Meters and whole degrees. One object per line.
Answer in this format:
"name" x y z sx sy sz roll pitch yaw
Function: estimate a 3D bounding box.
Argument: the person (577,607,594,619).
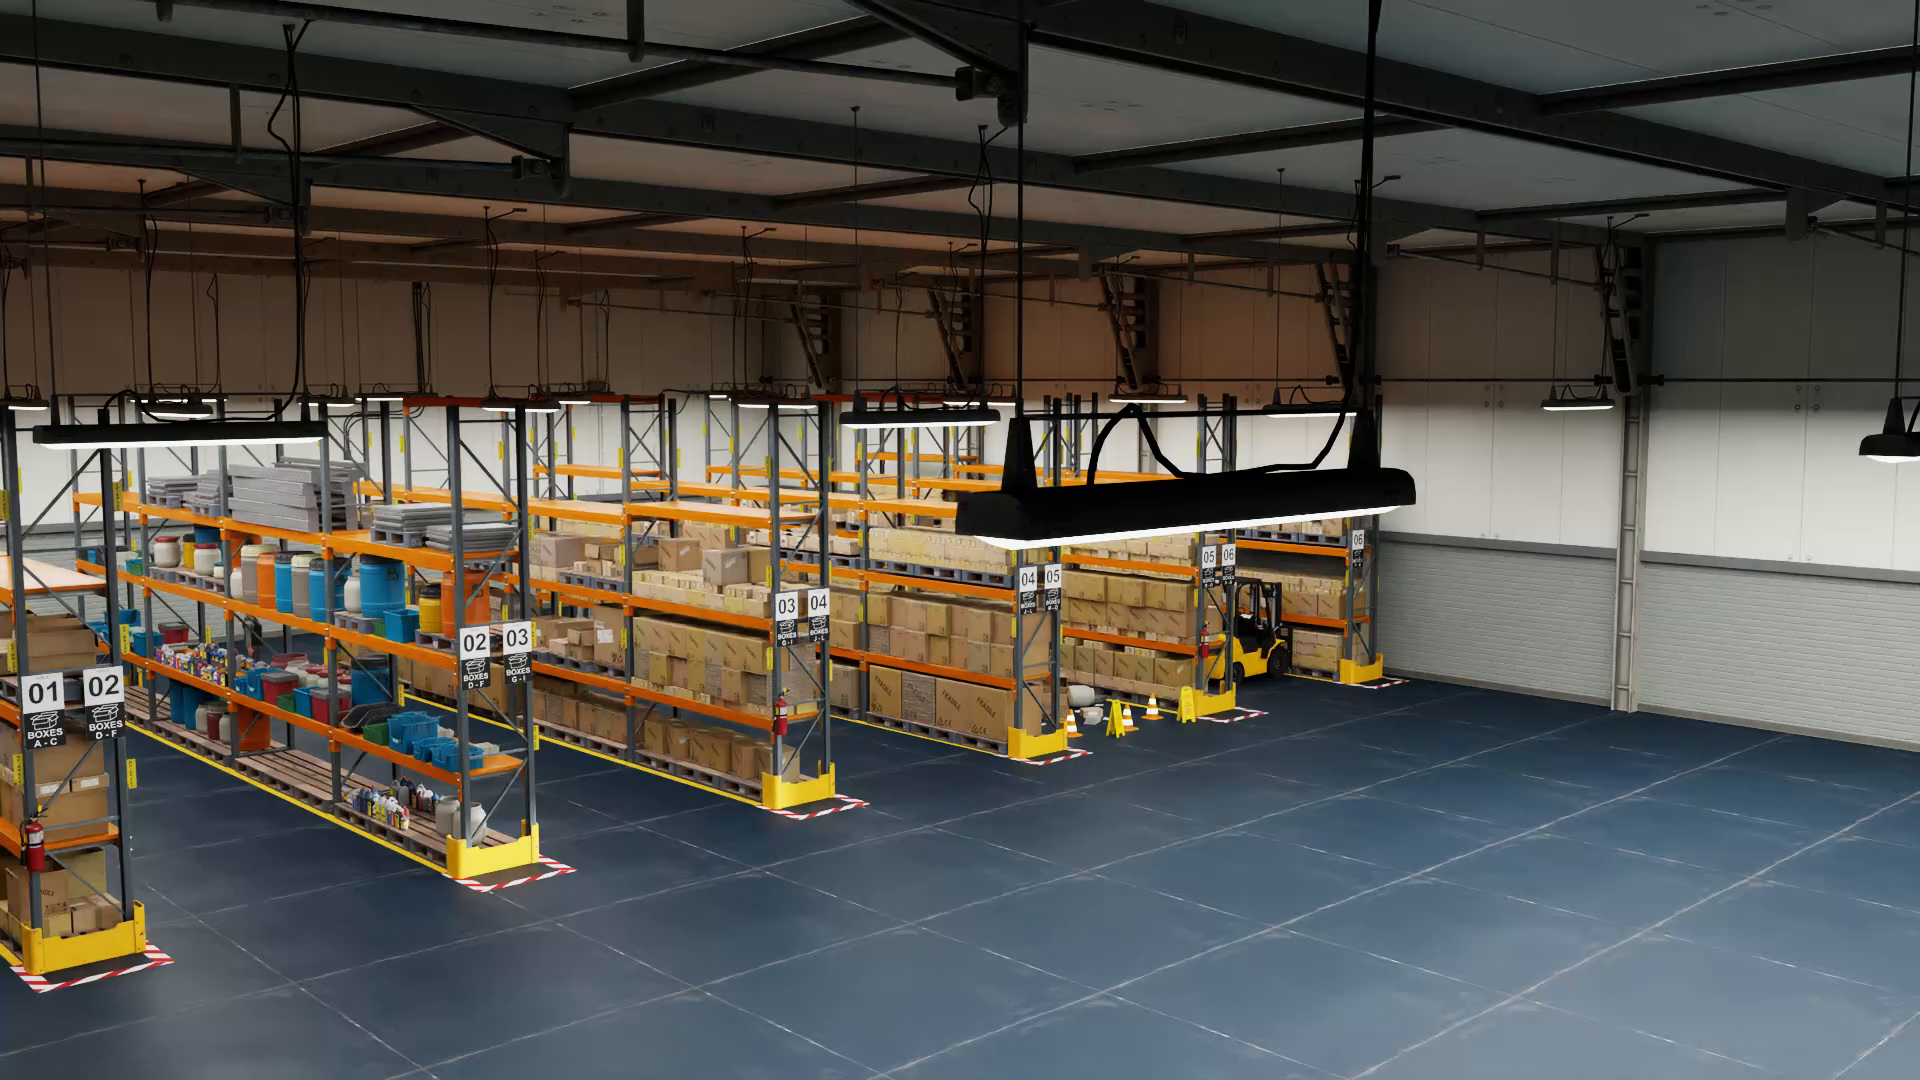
"person" -9.560 1.344 42.513 0.570 1.787 0.417 -2 6 -24

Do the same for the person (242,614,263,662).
"person" -14.472 2.187 33.987 0.435 1.726 0.554 -4 7 -33
